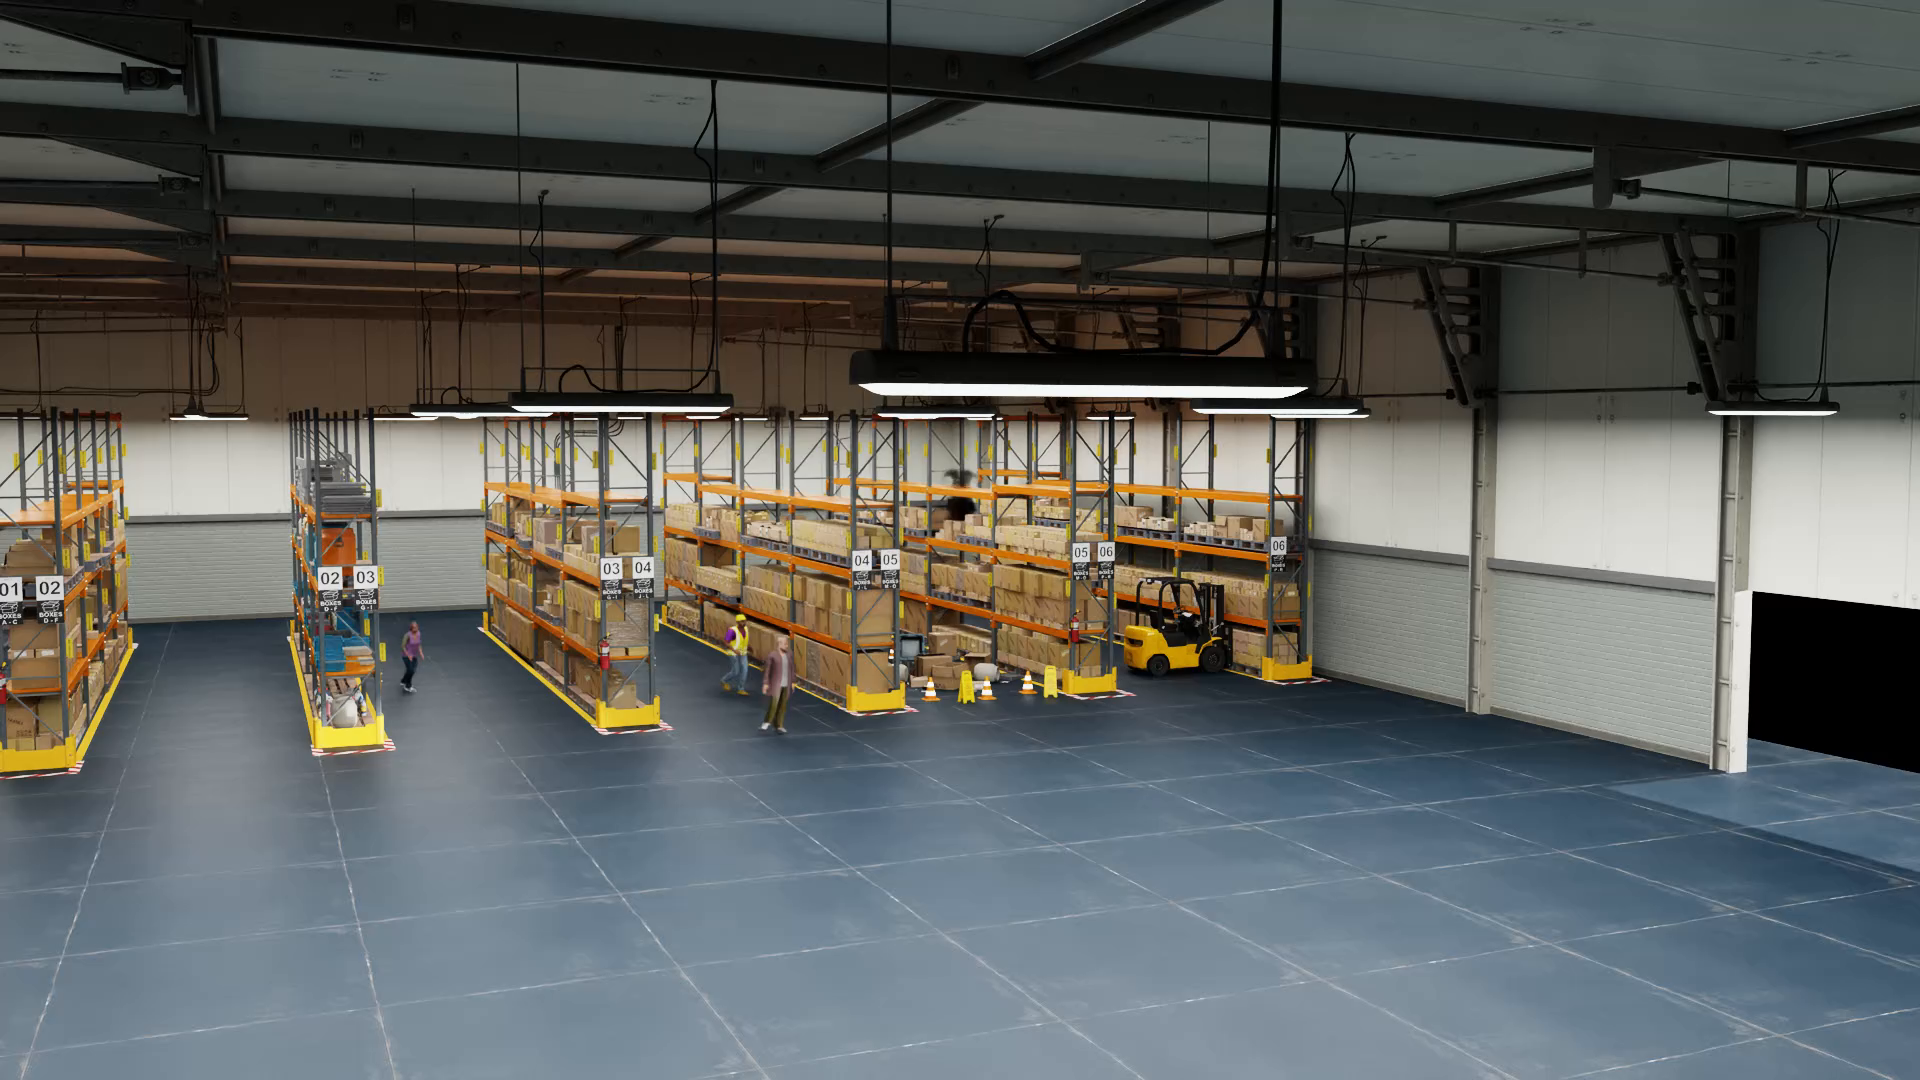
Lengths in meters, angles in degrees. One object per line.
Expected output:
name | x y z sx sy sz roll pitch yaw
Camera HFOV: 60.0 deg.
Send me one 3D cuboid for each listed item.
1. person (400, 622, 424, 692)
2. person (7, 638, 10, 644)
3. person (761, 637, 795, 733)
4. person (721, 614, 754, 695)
person | -11.755 2.543 35.459 0.710 1.424 0.524 2 5 28
person | -23.864 1.968 42.603 1.048 1.497 0.614 0 4 0
person | -3.369 2.676 30.711 0.672 1.772 0.537 -3 5 -39
person | -4.755 2.409 35.143 0.789 1.716 0.701 4 6 45
